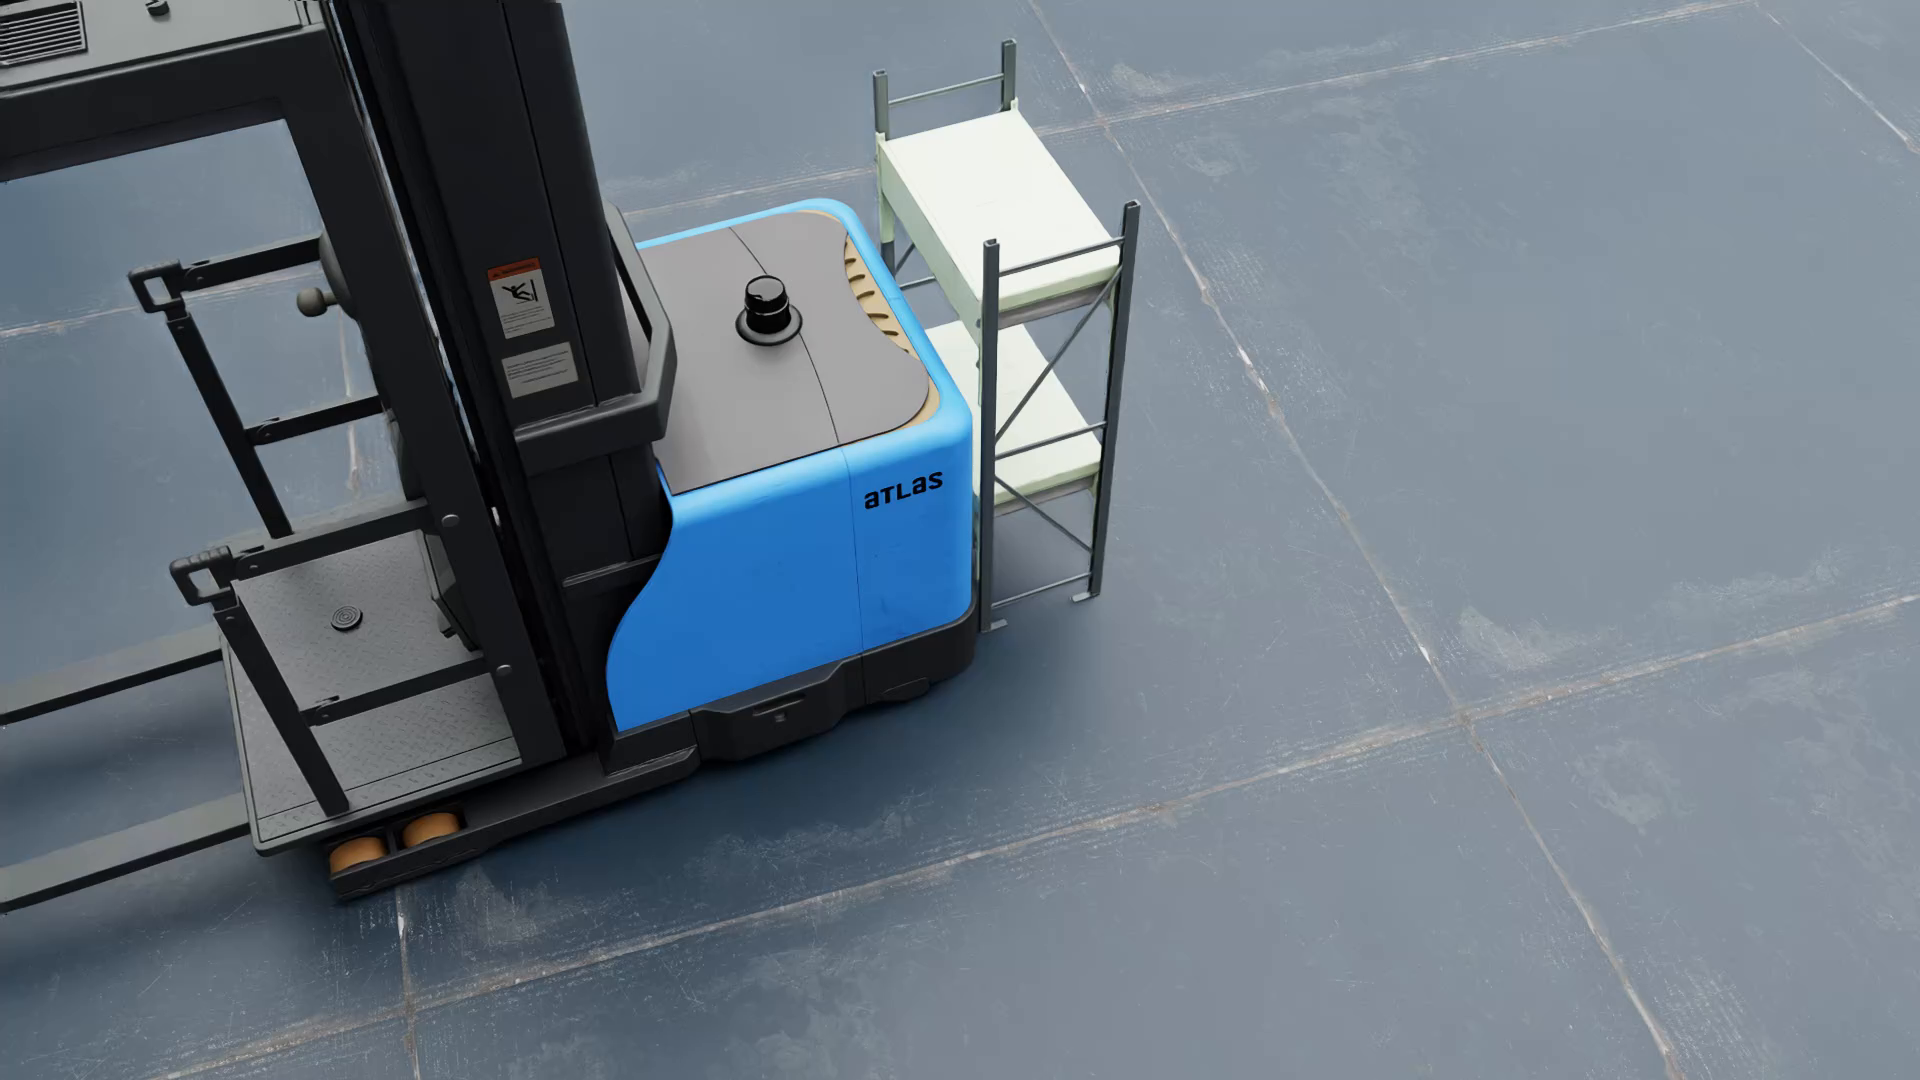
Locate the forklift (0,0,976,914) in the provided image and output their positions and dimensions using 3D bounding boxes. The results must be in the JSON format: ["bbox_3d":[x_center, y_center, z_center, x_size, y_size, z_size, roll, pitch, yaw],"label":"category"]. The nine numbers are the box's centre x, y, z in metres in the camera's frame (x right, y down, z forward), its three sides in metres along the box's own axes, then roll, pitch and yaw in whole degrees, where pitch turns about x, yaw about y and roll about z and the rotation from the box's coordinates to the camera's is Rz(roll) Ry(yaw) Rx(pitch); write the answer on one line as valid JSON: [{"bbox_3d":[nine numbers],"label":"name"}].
[{"bbox_3d":[-1.521,-0.461,3.721,3.031,2.935,1.130,-18,52,-14],"label":"forklift"}]

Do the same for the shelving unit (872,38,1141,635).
[{"bbox_3d":[0.102,-0.523,4.710,0.431,1.500,0.755,-18,52,-14],"label":"shelving unit"}]

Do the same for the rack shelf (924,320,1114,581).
[{"bbox_3d":[0.102,-0.312,4.959,0.431,0.370,0.720,-18,52,-14],"label":"rack shelf"}]

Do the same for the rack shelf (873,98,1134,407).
[{"bbox_3d":[0.102,-0.774,4.411,0.431,0.370,0.720,-18,52,-14],"label":"rack shelf"}]

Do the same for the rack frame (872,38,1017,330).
[{"bbox_3d":[-0.039,-0.781,4.927,0.400,1.500,0.023,-18,52,-14],"label":"rack frame"}]

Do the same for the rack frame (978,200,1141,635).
[{"bbox_3d":[0.243,-0.264,4.492,0.400,1.500,0.023,-18,52,-14],"label":"rack frame"}]
